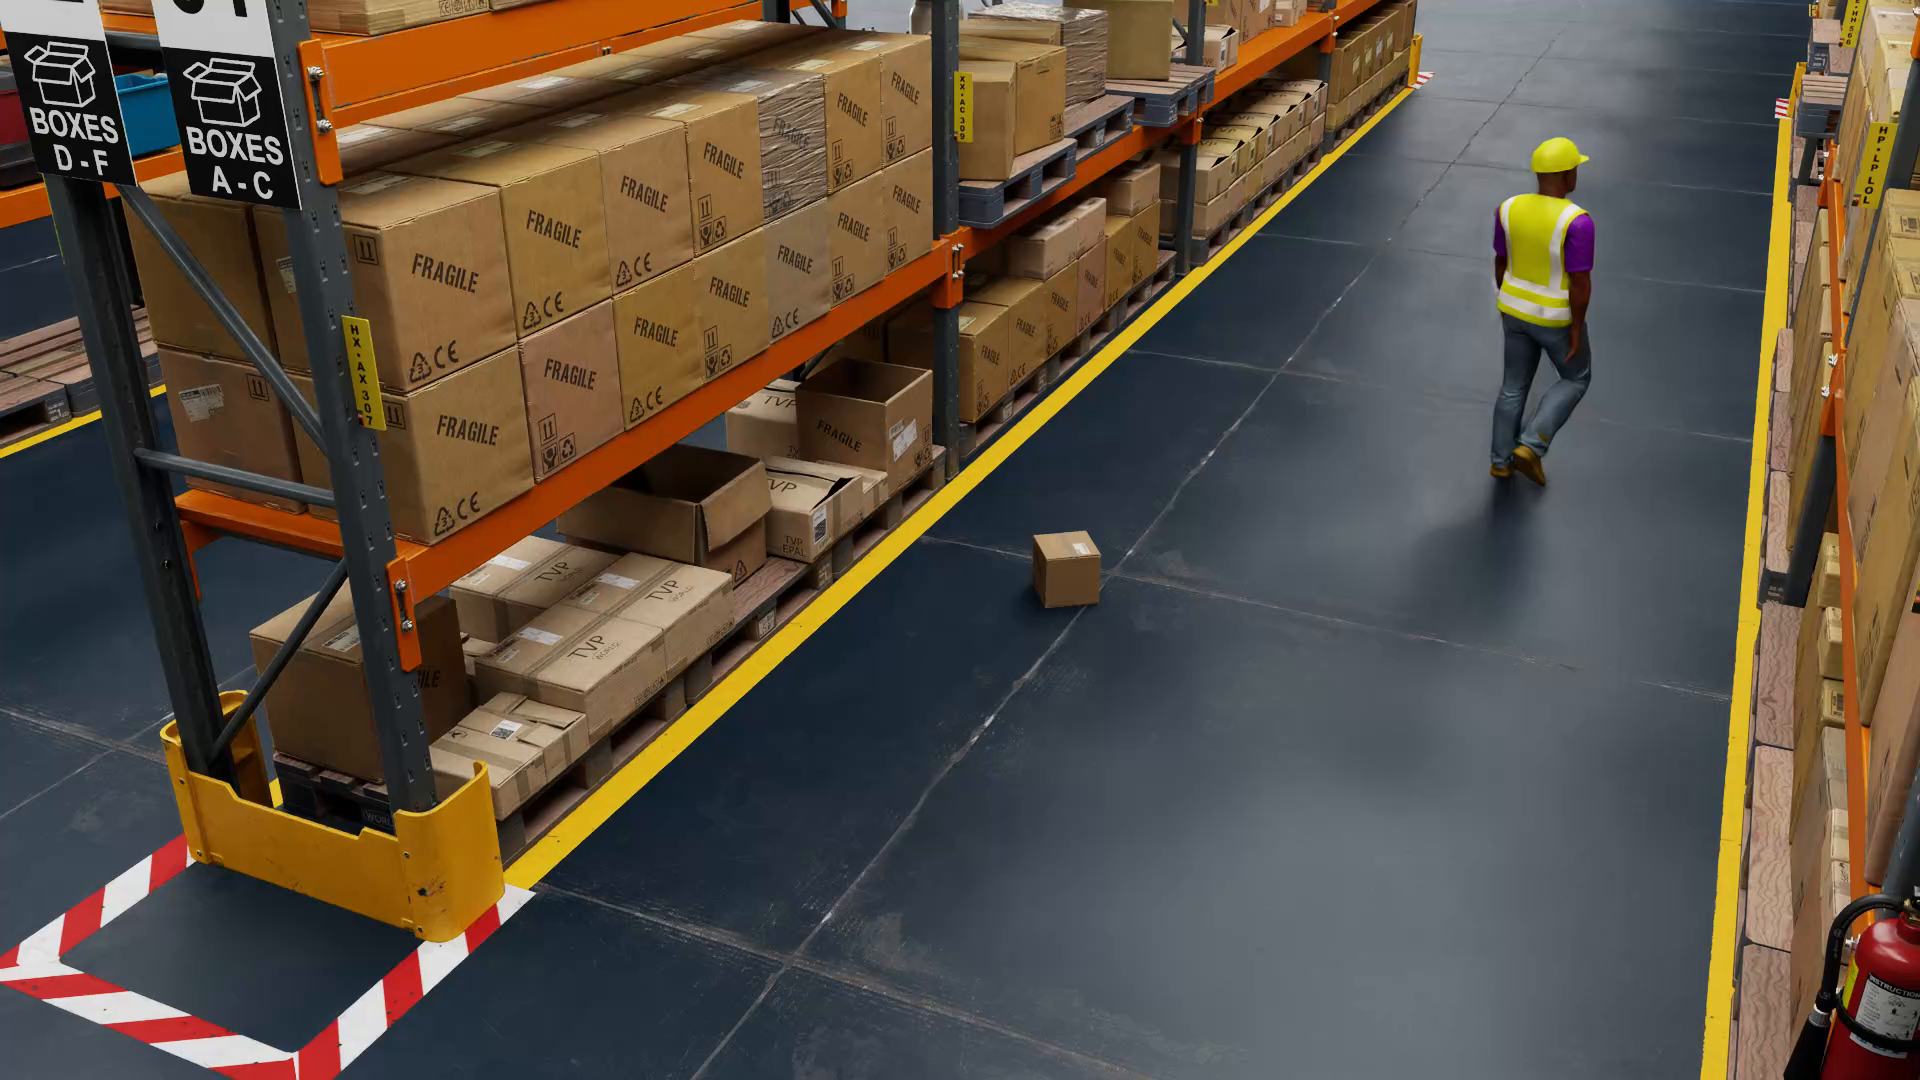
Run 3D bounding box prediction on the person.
[{"bbox_3d":[2.939,-1.135,8.371,0.461,1.783,0.585,-20,32,-35],"label":"person"}]
